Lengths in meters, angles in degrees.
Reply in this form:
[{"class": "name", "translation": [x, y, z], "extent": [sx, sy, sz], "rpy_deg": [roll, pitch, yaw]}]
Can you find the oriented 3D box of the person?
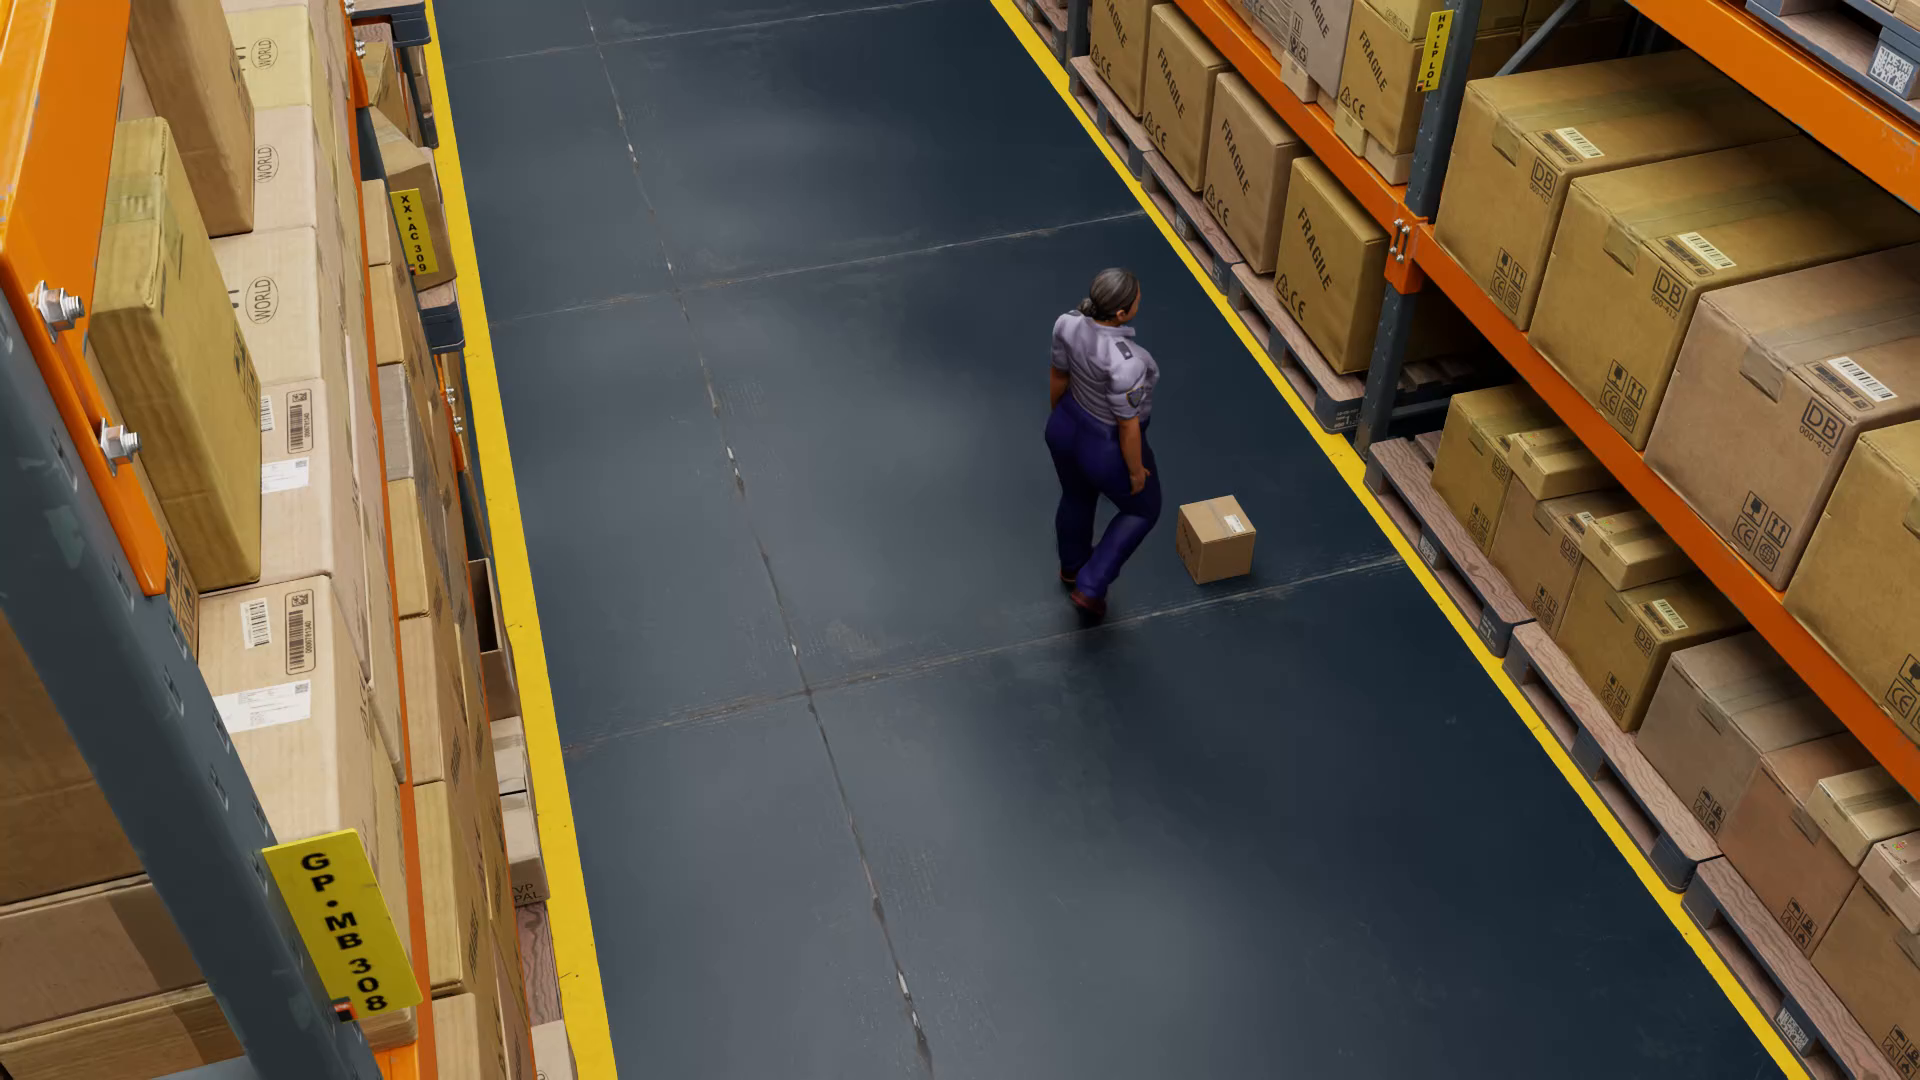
[{"class": "person", "translation": [0.546, -0.386, 6.588], "extent": [0.497, 1.627, 0.504], "rpy_deg": [-30, 50, -29]}]
